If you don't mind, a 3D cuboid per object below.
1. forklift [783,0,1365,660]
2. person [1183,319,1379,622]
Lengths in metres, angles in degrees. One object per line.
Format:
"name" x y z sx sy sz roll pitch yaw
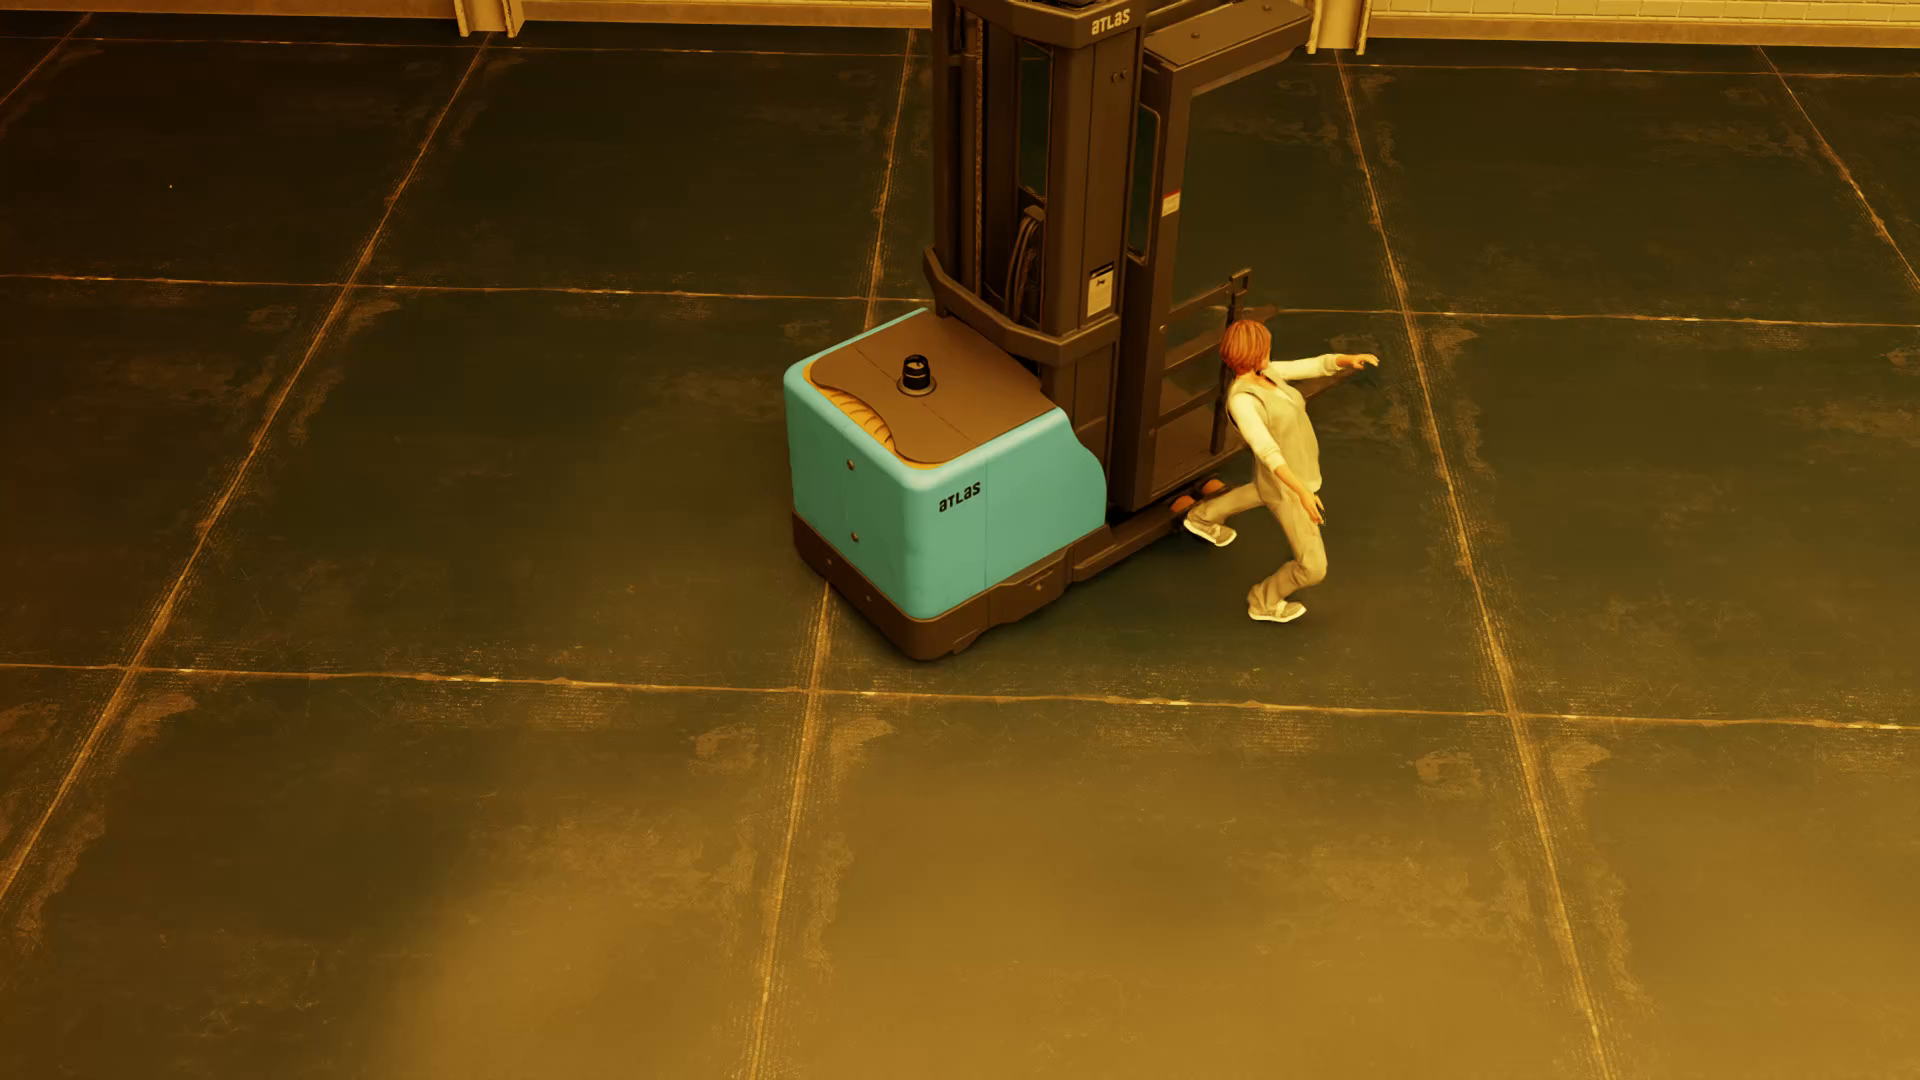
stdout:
"forklift" 0.696 -1.383 7.257 3.031 2.935 1.130 -28 49 -27
"person" 1.346 -0.197 7.107 0.671 1.377 0.917 3 42 3
